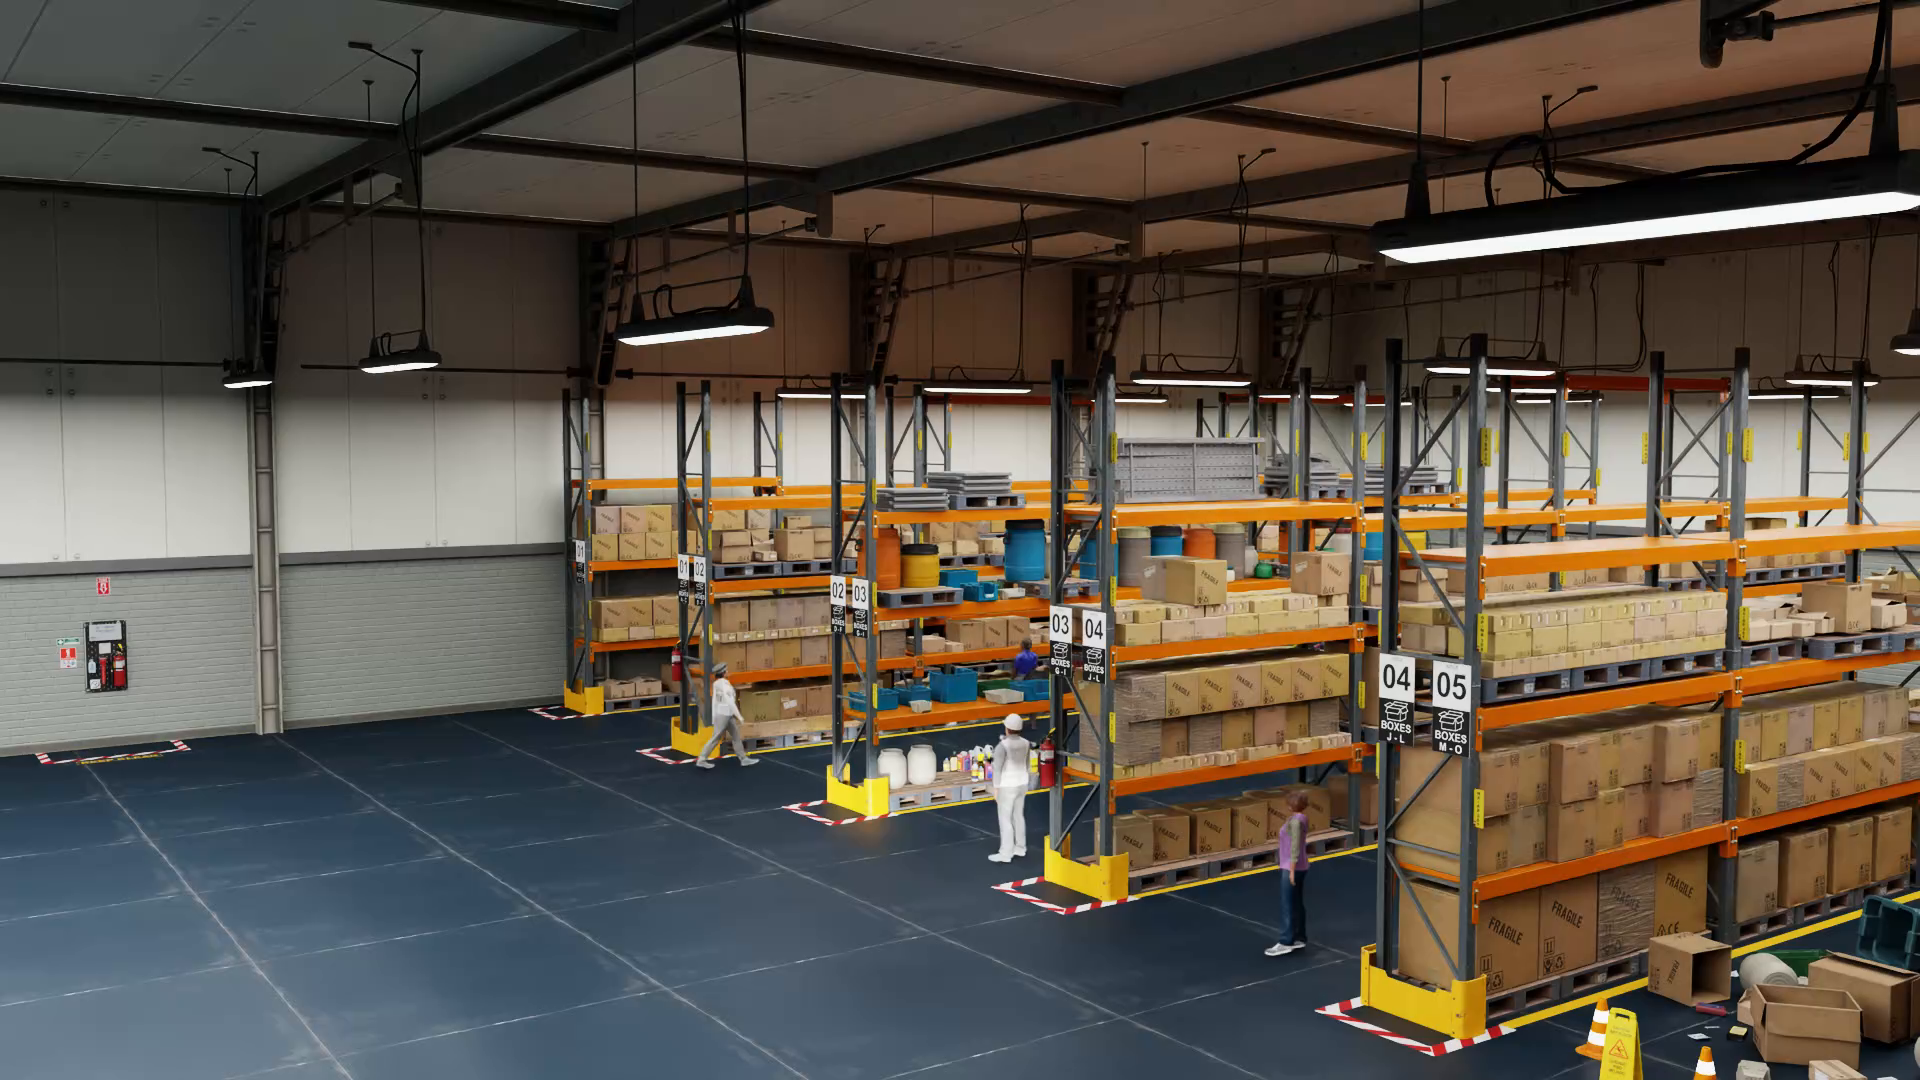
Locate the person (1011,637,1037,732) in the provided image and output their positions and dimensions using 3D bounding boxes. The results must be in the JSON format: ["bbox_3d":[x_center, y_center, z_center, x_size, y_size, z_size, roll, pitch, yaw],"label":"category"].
[{"bbox_3d":[1.095,2.495,28.803,0.498,1.661,0.482,-2,4,-25],"label":"person"}]

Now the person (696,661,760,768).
[{"bbox_3d":[-3.568,2.684,25.539,0.966,1.645,0.454,0,4,-8],"label":"person"}]

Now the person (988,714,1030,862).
[{"bbox_3d":[0.615,2.978,20.114,0.399,1.775,0.582,3,5,35],"label":"person"}]

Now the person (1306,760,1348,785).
[{"bbox_3d":[5.327,2.754,23.911,0.847,1.809,0.547,-2,4,-29],"label":"person"}]

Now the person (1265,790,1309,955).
[{"bbox_3d":[3.286,3.301,16.595,0.379,1.611,0.524,1,4,21],"label":"person"}]
